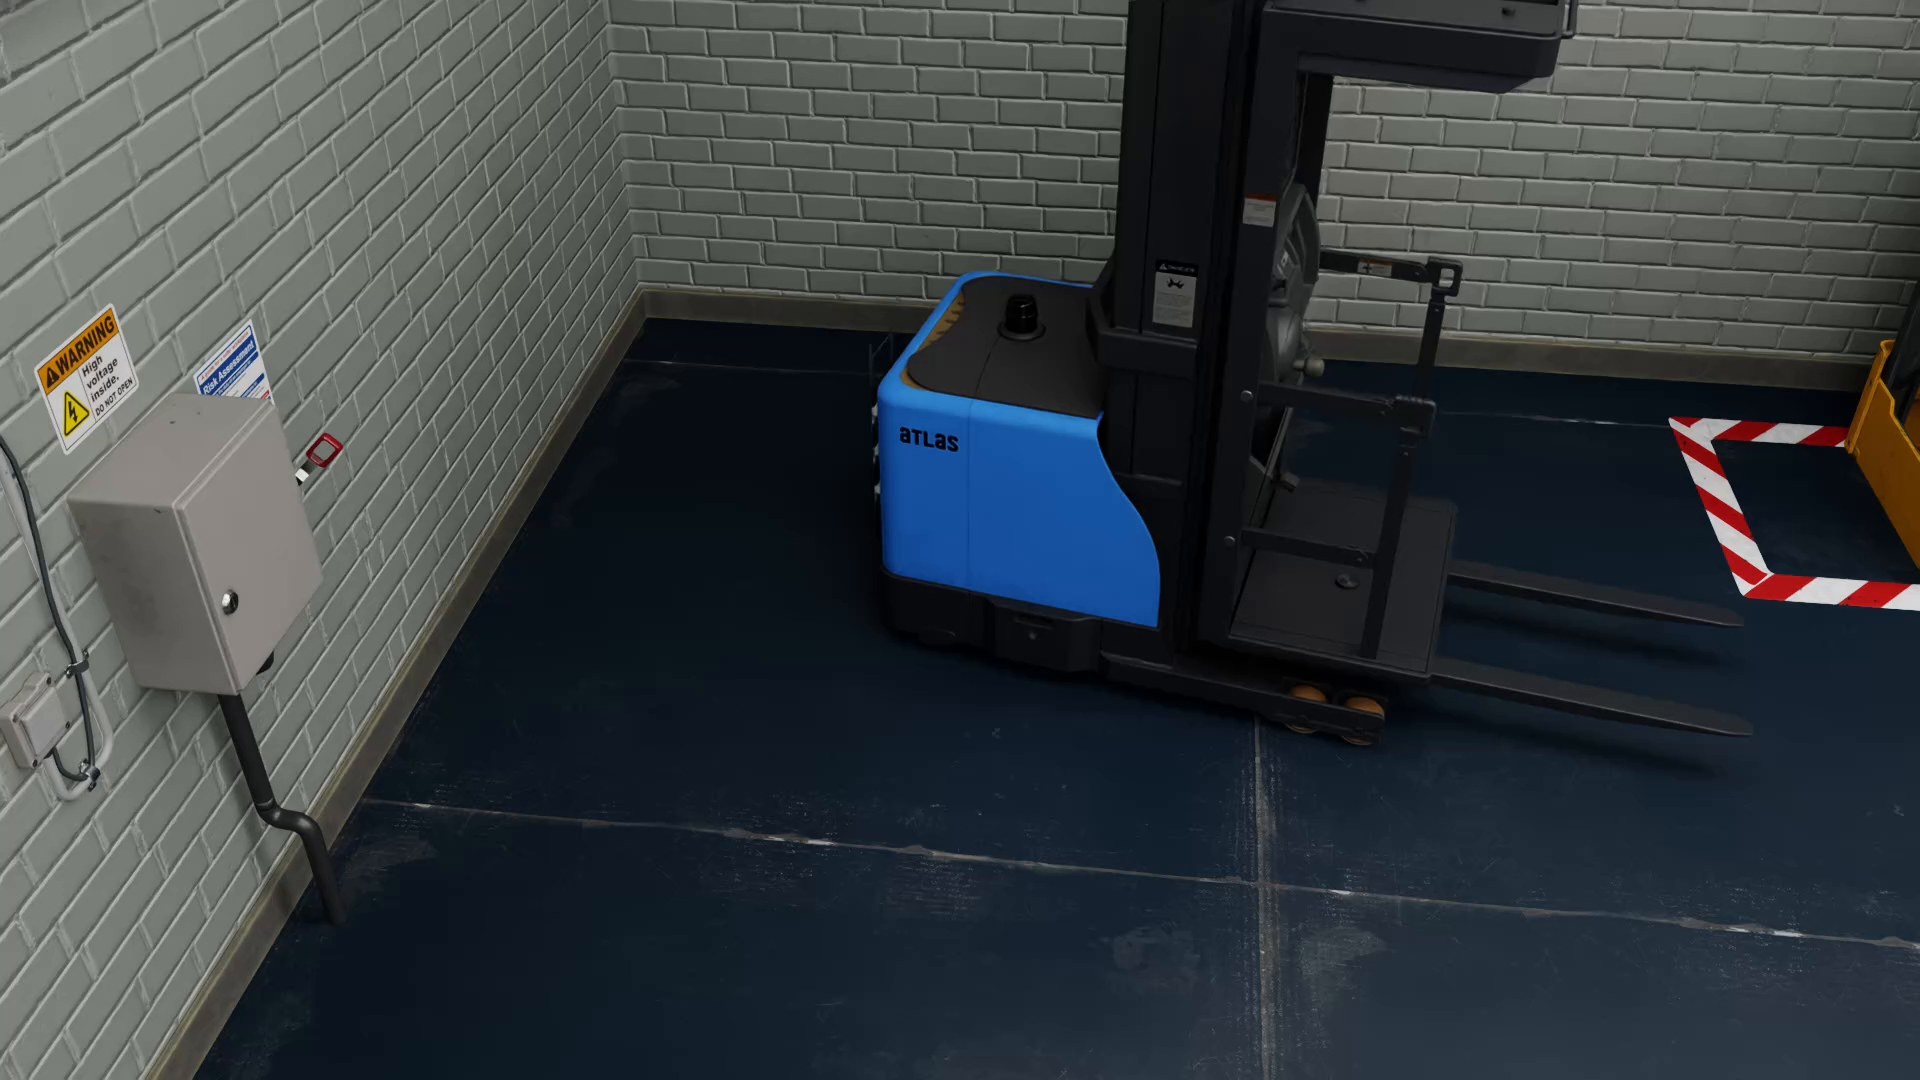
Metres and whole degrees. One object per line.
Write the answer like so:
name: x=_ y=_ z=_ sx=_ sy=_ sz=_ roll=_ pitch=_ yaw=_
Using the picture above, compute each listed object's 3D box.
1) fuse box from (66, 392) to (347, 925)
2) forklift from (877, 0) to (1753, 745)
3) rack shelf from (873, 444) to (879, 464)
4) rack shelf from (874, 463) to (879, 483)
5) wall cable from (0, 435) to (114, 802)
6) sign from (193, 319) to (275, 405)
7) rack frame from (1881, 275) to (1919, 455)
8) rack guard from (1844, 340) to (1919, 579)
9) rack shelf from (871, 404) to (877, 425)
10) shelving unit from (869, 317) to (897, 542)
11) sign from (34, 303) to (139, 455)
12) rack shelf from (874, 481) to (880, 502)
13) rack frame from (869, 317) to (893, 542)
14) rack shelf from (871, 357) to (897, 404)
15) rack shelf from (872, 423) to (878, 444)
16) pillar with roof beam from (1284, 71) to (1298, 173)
fuse box: x=-1.885 y=0.454 z=4.641 sx=0.414 sy=1.711 sz=0.539 roll=4 pitch=36 yaw=6
forklift: x=1.275 y=-0.832 z=5.392 sx=3.031 sy=2.935 sz=1.130 roll=11 pitch=37 yaw=15
rack shelf: x=-0.205 y=-0.380 z=6.565 sx=0.200 sy=0.077 sz=0.258 roll=11 pitch=37 yaw=15
rack shelf: x=-0.205 y=-0.307 z=6.617 sx=0.200 sy=0.077 sz=0.258 roll=11 pitch=37 yaw=15
wall cable: x=-2.128 y=-0.103 z=3.437 sx=0.122 sy=1.984 sz=0.588 roll=4 pitch=36 yaw=6
sign: x=-2.027 y=-0.332 z=4.715 sx=0.001 sy=0.494 sz=0.329 roll=4 pitch=36 yaw=6
rack frame: x=3.927 y=-1.328 z=6.028 sx=0.127 sy=3.000 sz=1.000 roll=4 pitch=36 yaw=6
rack guard: x=4.003 y=-0.305 z=6.746 sx=0.348 sy=0.500 sz=1.175 roll=4 pitch=36 yaw=6
rack shelf: x=-0.205 y=-0.527 z=6.461 sx=0.200 sy=0.077 sz=0.258 roll=11 pitch=37 yaw=15
shelving unit: x=-0.205 y=-0.407 z=6.546 sx=0.210 sy=0.900 sz=0.258 roll=11 pitch=37 yaw=15
sign: x=-2.097 y=-0.390 z=4.004 sx=0.001 sy=0.242 sz=0.339 roll=4 pitch=36 yaw=6
rack shelf: x=-0.205 y=-0.233 z=6.670 sx=0.200 sy=0.077 sz=0.258 roll=11 pitch=37 yaw=15
rack frame: x=-0.301 y=-0.426 z=6.572 sx=0.006 sy=0.900 sz=0.240 roll=11 pitch=37 yaw=15
rack shelf: x=-0.205 y=-0.600 z=6.408 sx=0.200 sy=0.077 sz=0.258 roll=11 pitch=37 yaw=15
rack shelf: x=-0.205 y=-0.453 z=6.513 sx=0.200 sy=0.077 sz=0.258 roll=11 pitch=37 yaw=15
pillar with roof beam: x=0.820 y=-2.008 z=1.817 sx=0.400 sy=9.000 sz=9.100 roll=4 pitch=36 yaw=6
